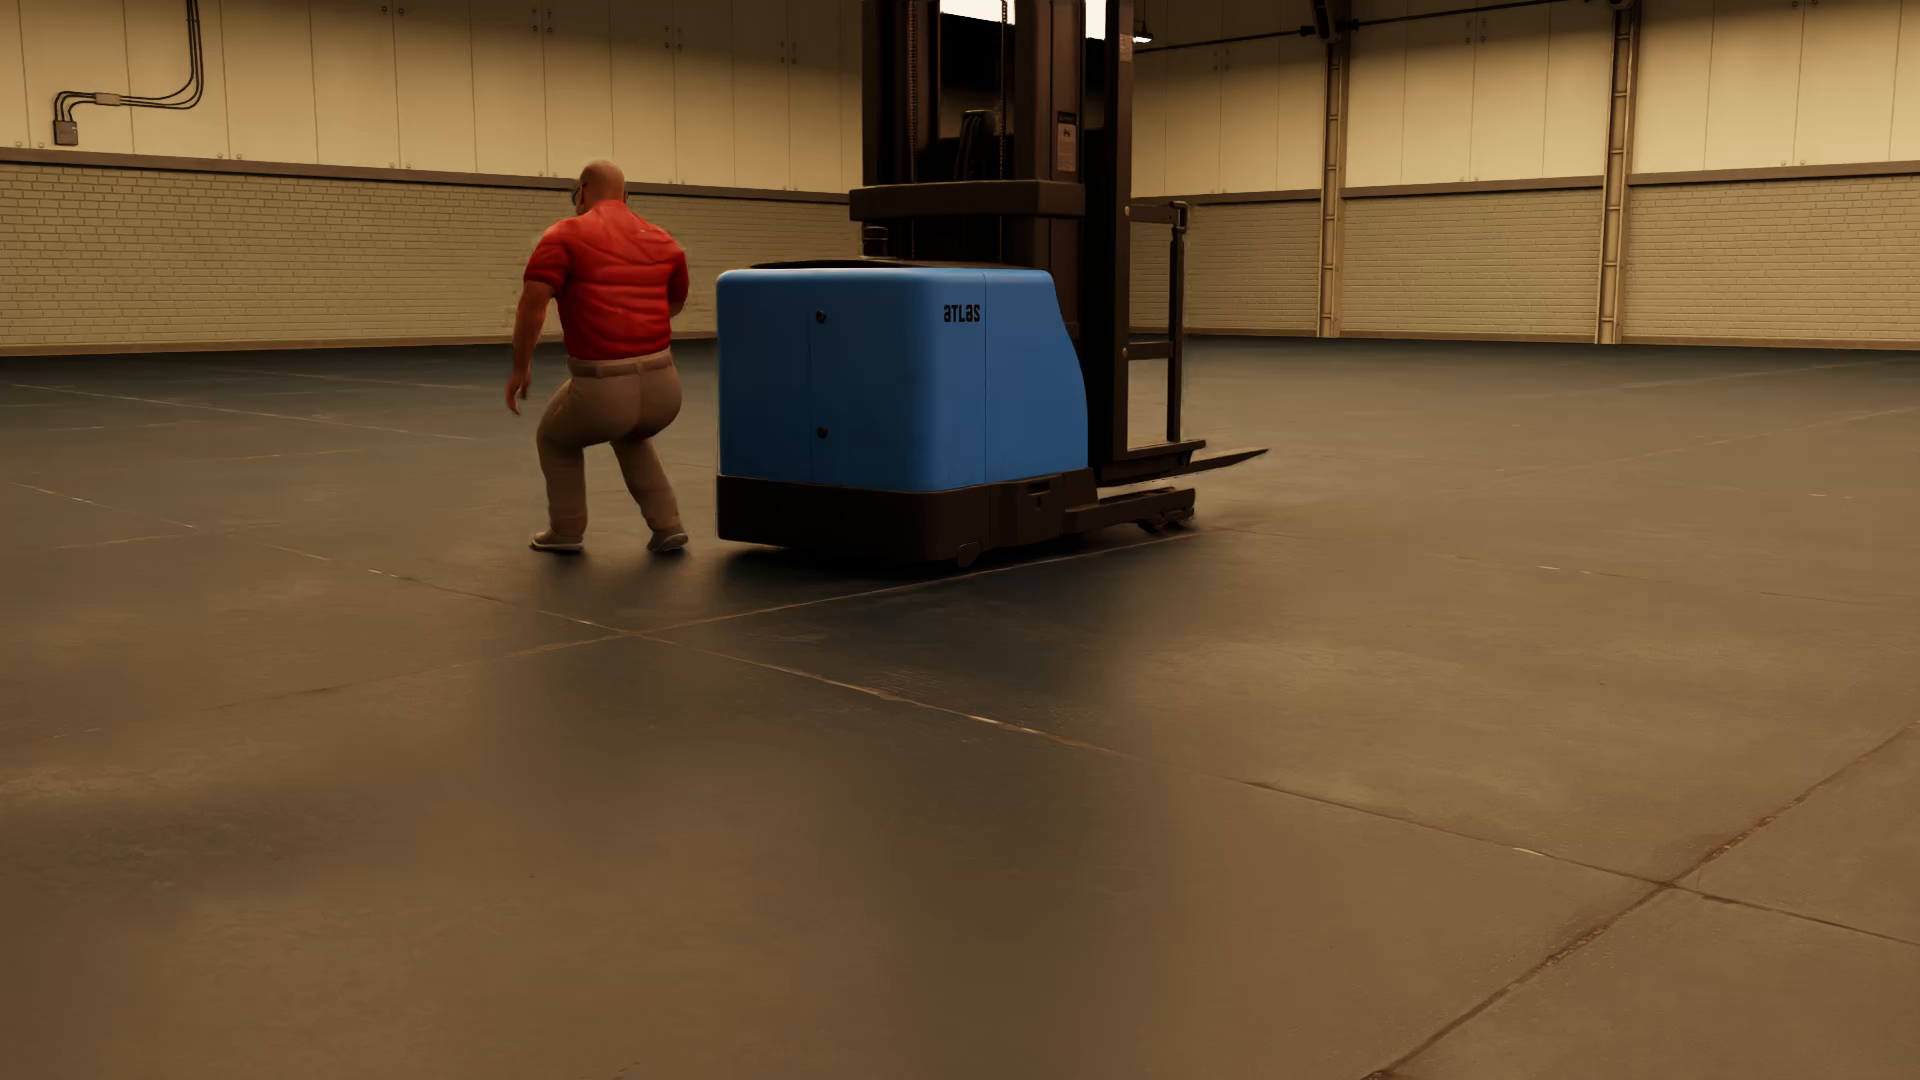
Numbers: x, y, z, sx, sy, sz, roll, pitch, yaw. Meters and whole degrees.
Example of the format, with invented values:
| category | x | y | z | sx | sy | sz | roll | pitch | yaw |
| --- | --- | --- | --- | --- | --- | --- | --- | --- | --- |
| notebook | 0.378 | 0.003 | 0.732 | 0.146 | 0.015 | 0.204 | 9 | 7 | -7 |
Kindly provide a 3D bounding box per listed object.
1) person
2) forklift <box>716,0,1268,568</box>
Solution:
| category | x | y | z | sx | sy | sz | roll | pitch | yaw |
| --- | --- | --- | --- | --- | --- | --- | --- | --- | --- |
| person | -1.388 | -0.619 | 6.156 | 0.776 | 1.516 | 0.905 | -7 | 11 | -39 |
| forklift | 0.354 | -1.524 | 6.994 | 1.130 | 2.935 | 3.031 | 6 | 11 | 36 |
